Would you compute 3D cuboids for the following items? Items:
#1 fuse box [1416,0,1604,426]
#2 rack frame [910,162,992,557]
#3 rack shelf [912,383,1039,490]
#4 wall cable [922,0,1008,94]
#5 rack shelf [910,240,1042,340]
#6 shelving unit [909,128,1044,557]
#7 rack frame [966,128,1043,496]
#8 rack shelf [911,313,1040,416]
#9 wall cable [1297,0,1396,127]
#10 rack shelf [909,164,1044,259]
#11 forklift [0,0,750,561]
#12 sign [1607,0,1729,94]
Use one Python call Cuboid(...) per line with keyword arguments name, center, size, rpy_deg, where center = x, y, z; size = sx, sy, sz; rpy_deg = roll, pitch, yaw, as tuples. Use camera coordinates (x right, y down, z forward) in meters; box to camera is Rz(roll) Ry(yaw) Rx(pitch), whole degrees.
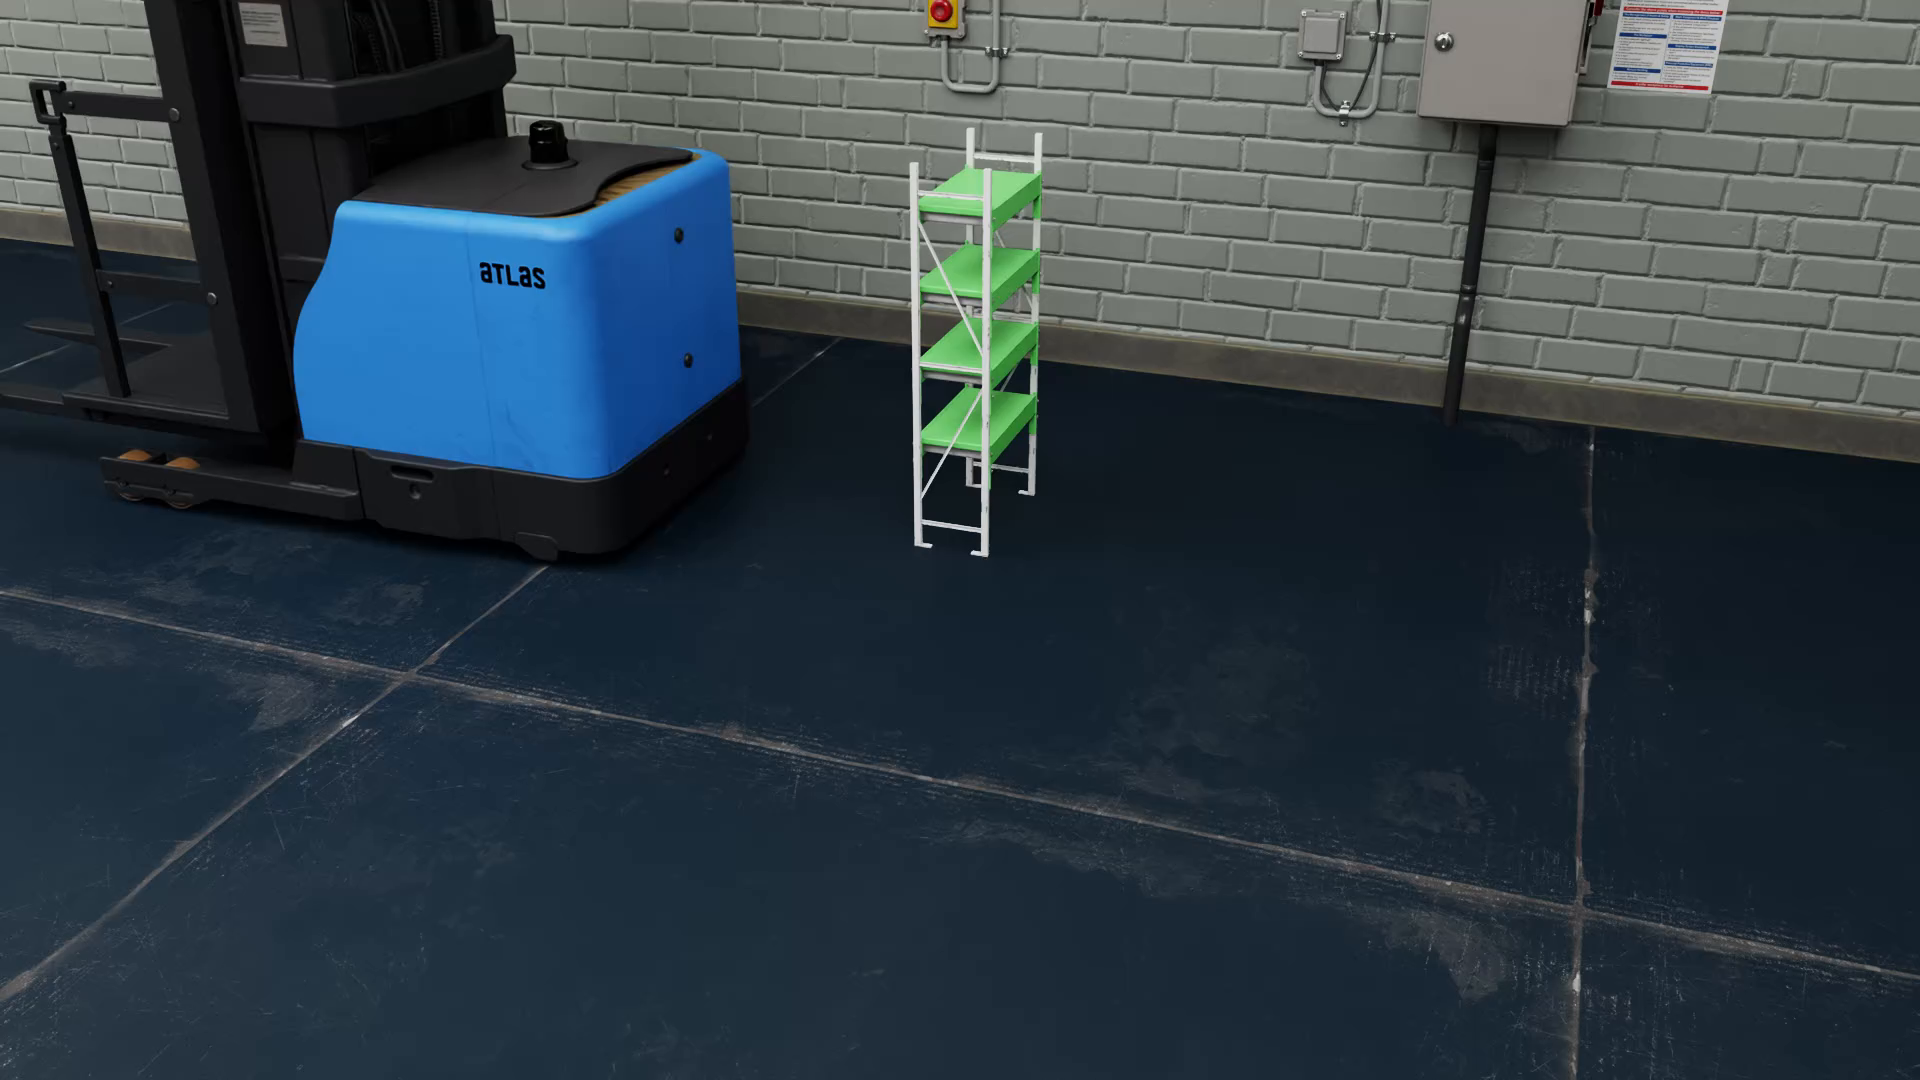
Cuboid(name="fuse box", center=(1.823, -1.187, 5.739), size=(0.539, 1.711, 0.414), rpy_deg=(9, 27, 17))
Cuboid(name="rack frame", center=(-0.026, -0.508, 4.922), size=(0.240, 1.200, 0.015), rpy_deg=(9, 27, 17))
Cuboid(name="rack shelf", center=(0.055, -0.335, 5.261), size=(0.258, 0.148, 0.480), rpy_deg=(9, 27, 17))
Cuboid(name="wall cable", center=(-0.110, -2.603, 5.983), size=(0.585, 1.953, 0.123), rpy_deg=(9, 27, 17))
Cuboid(name="rack shelf", center=(0.055, -0.767, 5.052), size=(0.258, 0.148, 0.480), rpy_deg=(9, 27, 17))
Cuboid(name="shelving unit", center=(0.055, -0.608, 5.129), size=(0.258, 1.200, 0.503), rpy_deg=(9, 27, 17))
Cuboid(name="rack frame", center=(0.136, -0.708, 5.336), size=(0.240, 1.200, 0.015), rpy_deg=(9, 27, 17))
Cuboid(name="rack shelf", center=(0.055, -0.551, 5.157), size=(0.258, 0.148, 0.480), rpy_deg=(9, 27, 17))
Cuboid(name="wall cable", center=(1.232, -2.388, 5.574), size=(0.588, 1.984, 0.122), rpy_deg=(9, 27, 17))
Cuboid(name="rack shelf", center=(0.055, -0.983, 4.948), size=(0.258, 0.148, 0.480), rpy_deg=(9, 27, 17))
Cuboid(name="forklift", center=(-2.308, -1.628, 5.249), size=(3.031, 2.935, 1.130), rpy_deg=(8, 27, 17))
Cuboid(name="sign", center=(2.357, -1.738, 5.506), size=(0.329, 0.494, 0.001), rpy_deg=(9, 27, 17))
